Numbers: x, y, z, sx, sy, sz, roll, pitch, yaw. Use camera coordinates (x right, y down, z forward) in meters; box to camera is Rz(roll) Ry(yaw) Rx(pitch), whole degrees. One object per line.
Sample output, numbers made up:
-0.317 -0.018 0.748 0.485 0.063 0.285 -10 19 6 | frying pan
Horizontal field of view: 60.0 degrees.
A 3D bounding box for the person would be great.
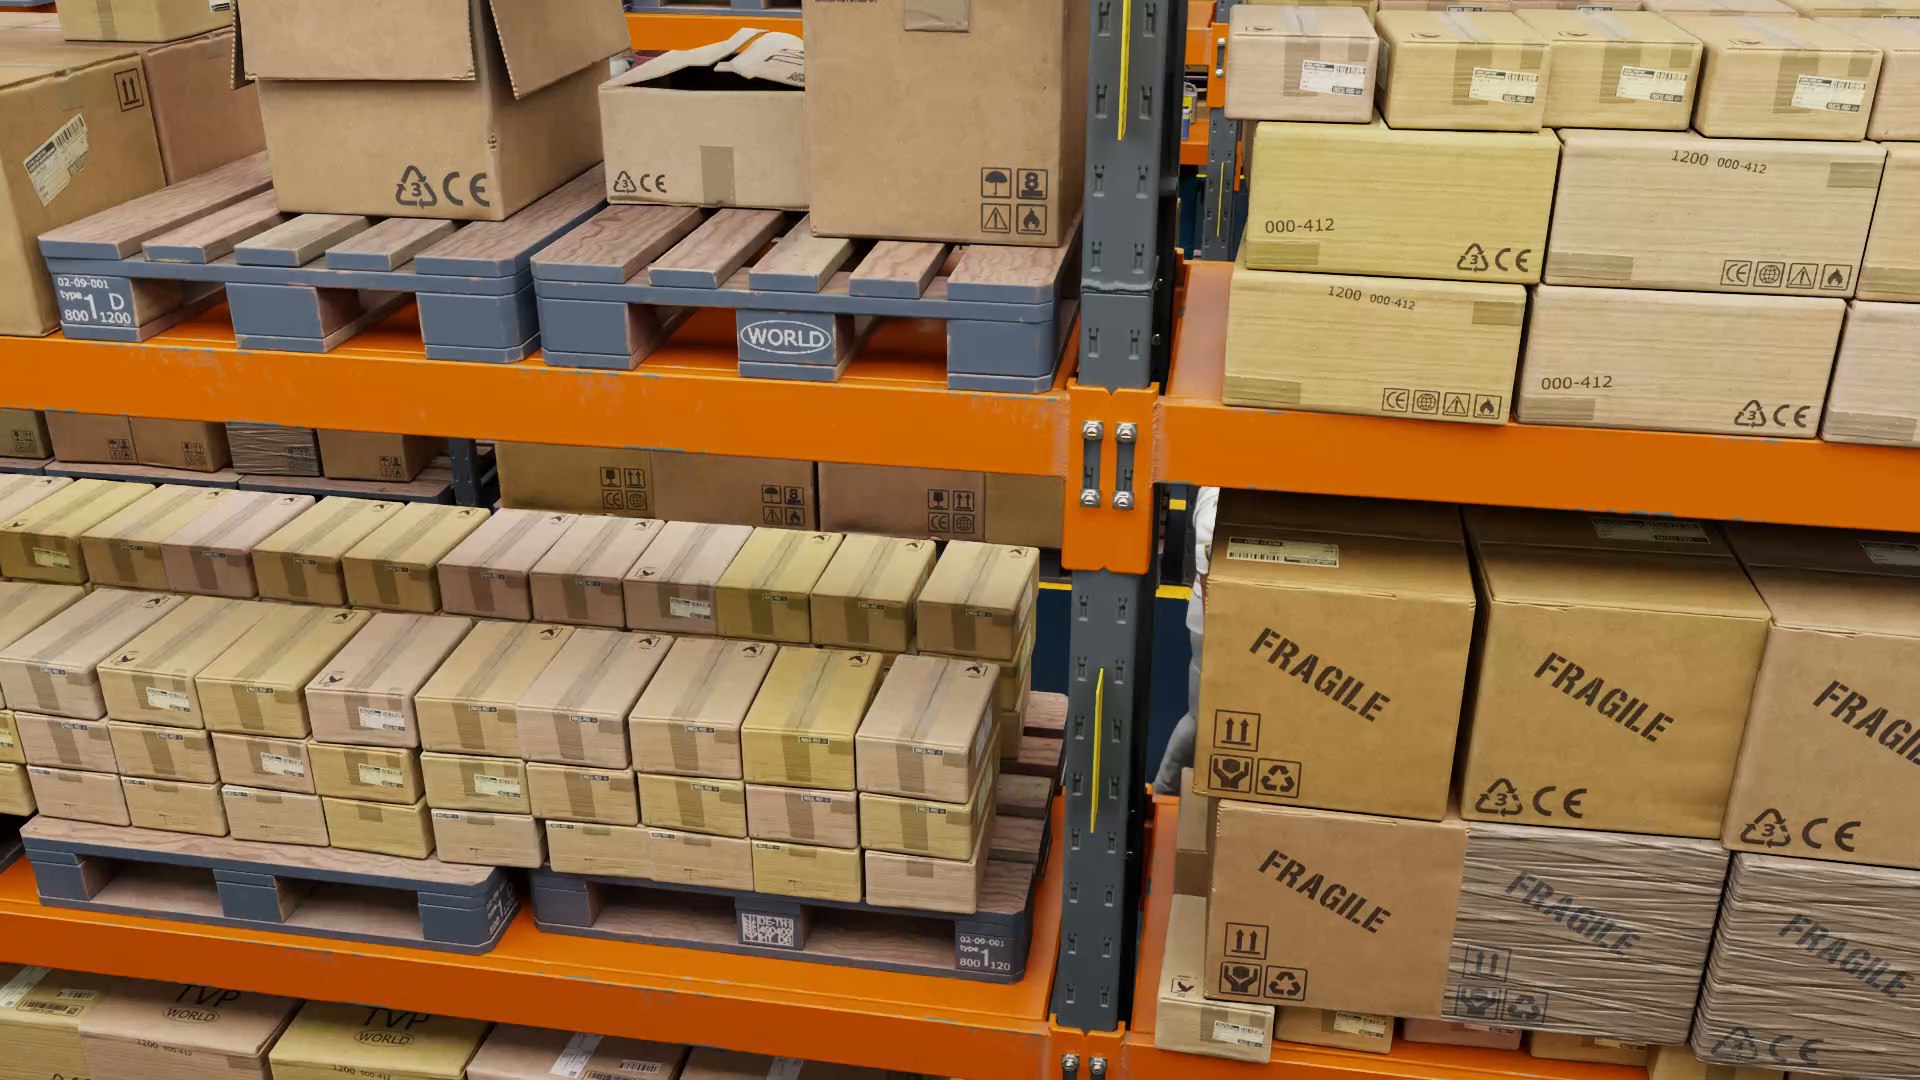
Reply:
1.129 0.338 6.367 0.736 1.728 0.568 7 26 16 | person
